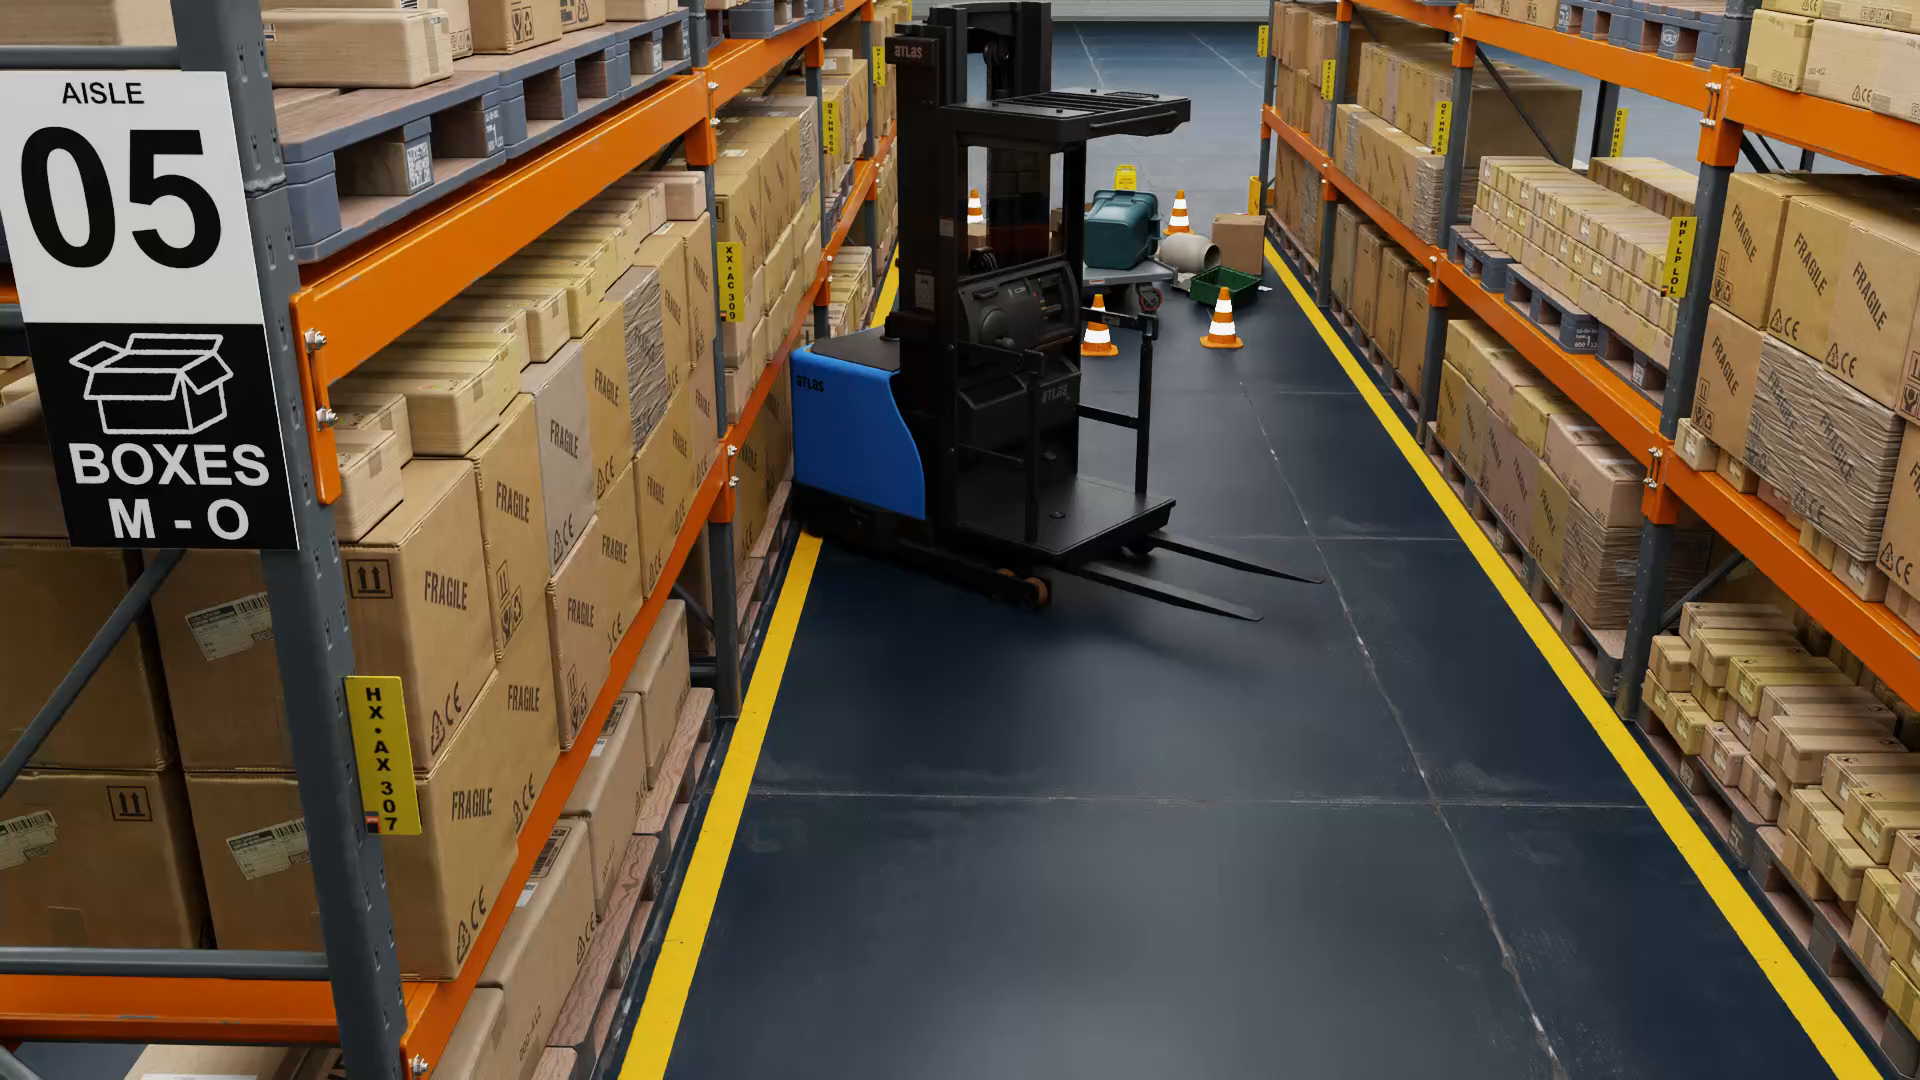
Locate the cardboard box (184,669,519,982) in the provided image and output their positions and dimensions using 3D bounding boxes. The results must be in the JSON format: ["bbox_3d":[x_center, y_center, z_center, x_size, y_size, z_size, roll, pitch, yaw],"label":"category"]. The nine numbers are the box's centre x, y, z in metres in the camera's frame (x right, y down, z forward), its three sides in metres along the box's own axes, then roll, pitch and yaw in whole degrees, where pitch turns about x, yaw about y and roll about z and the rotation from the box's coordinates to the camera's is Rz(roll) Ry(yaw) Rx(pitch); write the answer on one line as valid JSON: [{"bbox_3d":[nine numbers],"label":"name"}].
[{"bbox_3d":[-1.310,0.613,3.664,0.500,0.500,0.500,0,21,1],"label":"cardboard box"}]

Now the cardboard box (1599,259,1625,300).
[{"bbox_3d":[3.297,-1.245,7.948,0.380,0.149,0.250,0,21,0],"label":"cardboard box"}]

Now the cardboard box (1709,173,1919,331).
[{"bbox_3d":[3.204,-1.089,6.258,0.500,0.500,0.500,1,21,3],"label":"cardboard box"}]

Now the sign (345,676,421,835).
[{"bbox_3d":[-1.057,0.398,3.050,0.100,0.325,0.005,1,21,2],"label":"sign"}]

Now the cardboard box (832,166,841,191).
[{"bbox_3d":[-1.047,-2.556,11.736,0.380,0.149,0.250,1,21,2],"label":"cardboard box"}]

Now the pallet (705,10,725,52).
[{"bbox_3d":[-1.511,-2.257,7.318,0.805,0.209,1.217,0,21,-1],"label":"pallet"}]

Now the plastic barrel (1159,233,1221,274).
[{"bbox_3d":[2.206,-2.717,15.945,0.512,0.421,0.421,18,27,38],"label":"plastic barrel"}]

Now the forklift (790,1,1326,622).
[{"bbox_3d":[0.480,-1.220,8.621,3.031,2.935,1.130,17,27,37],"label":"forklift"}]

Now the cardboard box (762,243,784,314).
[{"bbox_3d":[-1.165,-1.306,8.265,0.500,0.250,0.500,1,21,2],"label":"cardboard box"}]

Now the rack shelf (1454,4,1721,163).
[{"bbox_3d":[3.522,-2.384,8.375,1.077,0.370,4.000,1,21,2],"label":"rack shelf"}]

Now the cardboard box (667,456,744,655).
[{"bbox_3d":[-1.551,-0.046,7.858,0.875,0.875,0.875,1,21,3],"label":"cardboard box"}]

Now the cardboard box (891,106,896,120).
[{"bbox_3d":[-0.826,-4.422,17.125,0.380,0.149,0.250,1,21,3],"label":"cardboard box"}]

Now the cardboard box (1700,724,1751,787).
[{"bbox_3d":[3.165,0.850,6.552,0.380,0.149,0.250,1,21,1],"label":"cardboard box"}]

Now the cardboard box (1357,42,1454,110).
[{"bbox_3d":[3.695,-3.824,13.717,0.700,0.500,0.500,0,21,1],"label":"cardboard box"}]

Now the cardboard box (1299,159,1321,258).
[{"bbox_3d":[3.817,-3.249,16.111,0.875,0.875,0.875,1,21,2],"label":"cardboard box"}]

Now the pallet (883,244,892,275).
[{"bbox_3d":[-1.227,-2.894,16.696,1.003,0.211,1.213,1,21,2],"label":"pallet"}]

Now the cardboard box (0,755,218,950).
[{"bbox_3d":[-1.861,0.606,3.682,0.500,0.500,0.500,1,21,2],"label":"cardboard box"}]

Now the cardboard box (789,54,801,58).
[{"bbox_3d":[-1.443,-4.600,16.689,0.500,0.500,0.500,0,21,1],"label":"cardboard box"}]

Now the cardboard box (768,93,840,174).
[{"bbox_3d":[-1.114,-2.792,11.448,0.500,0.500,0.500,2,21,4],"label":"cardboard box"}]

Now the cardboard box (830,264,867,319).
[{"bbox_3d":[-1.278,-2.030,13.665,0.950,0.372,0.625,2,21,5],"label":"cardboard box"}]

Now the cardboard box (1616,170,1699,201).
[{"bbox_3d":[4.008,-2.033,9.565,0.380,0.149,0.250,1,21,3],"label":"cardboard box"}]

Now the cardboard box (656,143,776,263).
[{"bbox_3d":[-1.183,-1.650,8.115,0.500,0.500,0.500,0,21,0],"label":"cardboard box"}]

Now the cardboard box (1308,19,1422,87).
[{"bbox_3d":[3.651,-4.397,15.015,0.875,0.550,0.550,1,21,2],"label":"cardboard box"}]

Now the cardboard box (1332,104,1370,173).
[{"bbox_3d":[3.419,-3.350,13.878,0.500,0.500,0.500,1,21,2],"label":"cardboard box"}]

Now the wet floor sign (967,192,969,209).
[{"bbox_3d":[-0.049,-3.914,18.725,0.267,0.644,0.232,8,23,20],"label":"wet floor sign"}]

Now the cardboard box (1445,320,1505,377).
[{"bbox_3d":[3.320,-1.178,10.256,0.500,0.250,0.500,0,21,-1],"label":"cardboard box"}]

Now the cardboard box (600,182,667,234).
[{"bbox_3d":[-1.297,-1.222,6.115,0.380,0.149,0.250,1,21,3],"label":"cardboard box"}]

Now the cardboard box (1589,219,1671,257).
[{"bbox_3d":[3.314,-1.476,8.130,0.380,0.149,0.250,0,21,0],"label":"cardboard box"}]

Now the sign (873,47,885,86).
[{"bbox_3d":[-0.691,-4.044,14.203,0.100,0.325,0.005,1,21,2],"label":"sign"}]

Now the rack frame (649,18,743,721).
[{"bbox_3d":[-1.490,-0.616,6.970,1.000,3.000,0.127,1,21,2],"label":"rack frame"}]

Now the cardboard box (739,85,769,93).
[{"bbox_3d":[-1.613,-2.980,11.934,0.500,0.500,0.500,-1,21,-2],"label":"cardboard box"}]

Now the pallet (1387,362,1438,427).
[{"bbox_3d":[3.682,-1.029,11.888,1.003,0.211,1.213,1,21,2],"label":"pallet"}]

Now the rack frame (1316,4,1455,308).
[{"bbox_3d":[3.704,-3.491,14.379,1.000,3.000,0.127,1,21,2],"label":"rack frame"}]

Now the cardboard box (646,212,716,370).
[{"bbox_3d":[-1.228,-0.955,6.324,0.500,0.500,0.500,0,21,1],"label":"cardboard box"}]

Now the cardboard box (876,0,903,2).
[{"bbox_3d":[-0.945,-5.236,16.946,0.700,0.500,0.500,1,21,2],"label":"cardboard box"}]

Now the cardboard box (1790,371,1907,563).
[{"bbox_3d":[3.135,-0.246,5.468,0.500,0.500,0.500,0,21,0],"label":"cardboard box"}]

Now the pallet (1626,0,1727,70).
[{"bbox_3d":[3.586,-2.131,6.988,1.213,0.211,1.003,1,21,2],"label":"pallet"}]

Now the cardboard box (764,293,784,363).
[{"bbox_3d":[-1.167,-1.075,8.359,0.500,0.250,0.500,0,21,1],"label":"cardboard box"}]

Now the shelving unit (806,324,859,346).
[{"bbox_3d":[-0.749,-0.745,9.998,0.252,1.050,0.215,17,27,37],"label":"shelving unit"}]

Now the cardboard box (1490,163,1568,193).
[{"bbox_3d":[3.370,-2.138,9.837,0.380,0.149,0.250,0,21,0],"label":"cardboard box"}]

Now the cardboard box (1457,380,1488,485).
[{"bbox_3d":[3.294,-0.640,9.907,0.500,0.500,0.500,1,21,2],"label":"cardboard box"}]

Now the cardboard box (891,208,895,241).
[{"bbox_3d":[-0.914,-3.197,16.843,0.500,0.250,0.500,0,21,0],"label":"cardboard box"}]

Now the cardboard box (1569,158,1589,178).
[{"bbox_3d":[3.866,-2.250,11.044,0.500,0.500,0.500,1,21,2],"label":"cardboard box"}]

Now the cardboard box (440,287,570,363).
[{"bbox_3d":[-1.270,-0.579,4.458,0.380,0.149,0.250,1,21,2],"label":"cardboard box"}]

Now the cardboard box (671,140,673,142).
[{"bbox_3d":[-1.683,-1.851,8.632,0.500,0.500,0.500,1,21,2],"label":"cardboard box"}]

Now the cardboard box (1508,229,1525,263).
[{"bbox_3d":[3.345,-1.671,9.457,0.380,0.149,0.250,2,21,4],"label":"cardboard box"}]

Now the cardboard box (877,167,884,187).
[{"bbox_3d":[-0.895,-3.329,15.250,0.380,0.149,0.250,1,21,2],"label":"cardboard box"}]

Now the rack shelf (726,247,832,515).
[{"bbox_3d":[-1.429,-1.004,8.964,1.077,0.370,4.000,1,21,2],"label":"rack shelf"}]

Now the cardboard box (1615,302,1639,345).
[{"bbox_3d":[3.292,-1.007,7.743,0.380,0.149,0.250,1,21,1],"label":"cardboard box"}]

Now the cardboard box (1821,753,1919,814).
[{"bbox_3d":[3.217,0.856,5.714,0.380,0.149,0.250,0,21,-1],"label":"cardboard box"}]

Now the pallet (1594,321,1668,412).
[{"bbox_3d":[3.630,-0.783,7.667,1.003,0.211,1.213,1,21,2],"label":"pallet"}]

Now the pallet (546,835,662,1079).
[{"bbox_3d":[-1.625,1.400,5.628,1.003,0.211,1.213,1,21,2],"label":"pallet"}]

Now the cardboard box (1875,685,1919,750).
[{"bbox_3d":[3.656,0.665,6.206,0.380,0.149,0.250,1,21,3],"label":"cardboard box"}]

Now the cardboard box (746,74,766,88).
[{"bbox_3d":[-1.600,-3.340,11.965,0.380,0.149,0.250,0,21,-1],"label":"cardboard box"}]

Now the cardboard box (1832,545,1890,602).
[{"bbox_3d":[3.134,0.094,5.486,0.380,0.149,0.250,2,21,4],"label":"cardboard box"}]

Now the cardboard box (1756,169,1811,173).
[{"bbox_3d":[8.745,-3.651,17.666,0.500,0.500,0.500,5,22,12],"label":"cardboard box"}]

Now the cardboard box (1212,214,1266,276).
[{"bbox_3d":[2.726,-2.899,16.306,0.500,0.500,0.500,4,22,11],"label":"cardboard box"}]

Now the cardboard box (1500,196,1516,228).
[{"bbox_3d":[3.356,-1.895,9.621,0.380,0.149,0.250,0,21,0],"label":"cardboard box"}]

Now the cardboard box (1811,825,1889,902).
[{"bbox_3d":[3.094,1.081,5.545,0.380,0.149,0.250,1,21,2],"label":"cardboard box"}]

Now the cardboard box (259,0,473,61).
[{"bbox_3d":[-1.516,-1.310,4.016,0.500,0.311,0.500,1,21,3],"label":"cardboard box"}]
